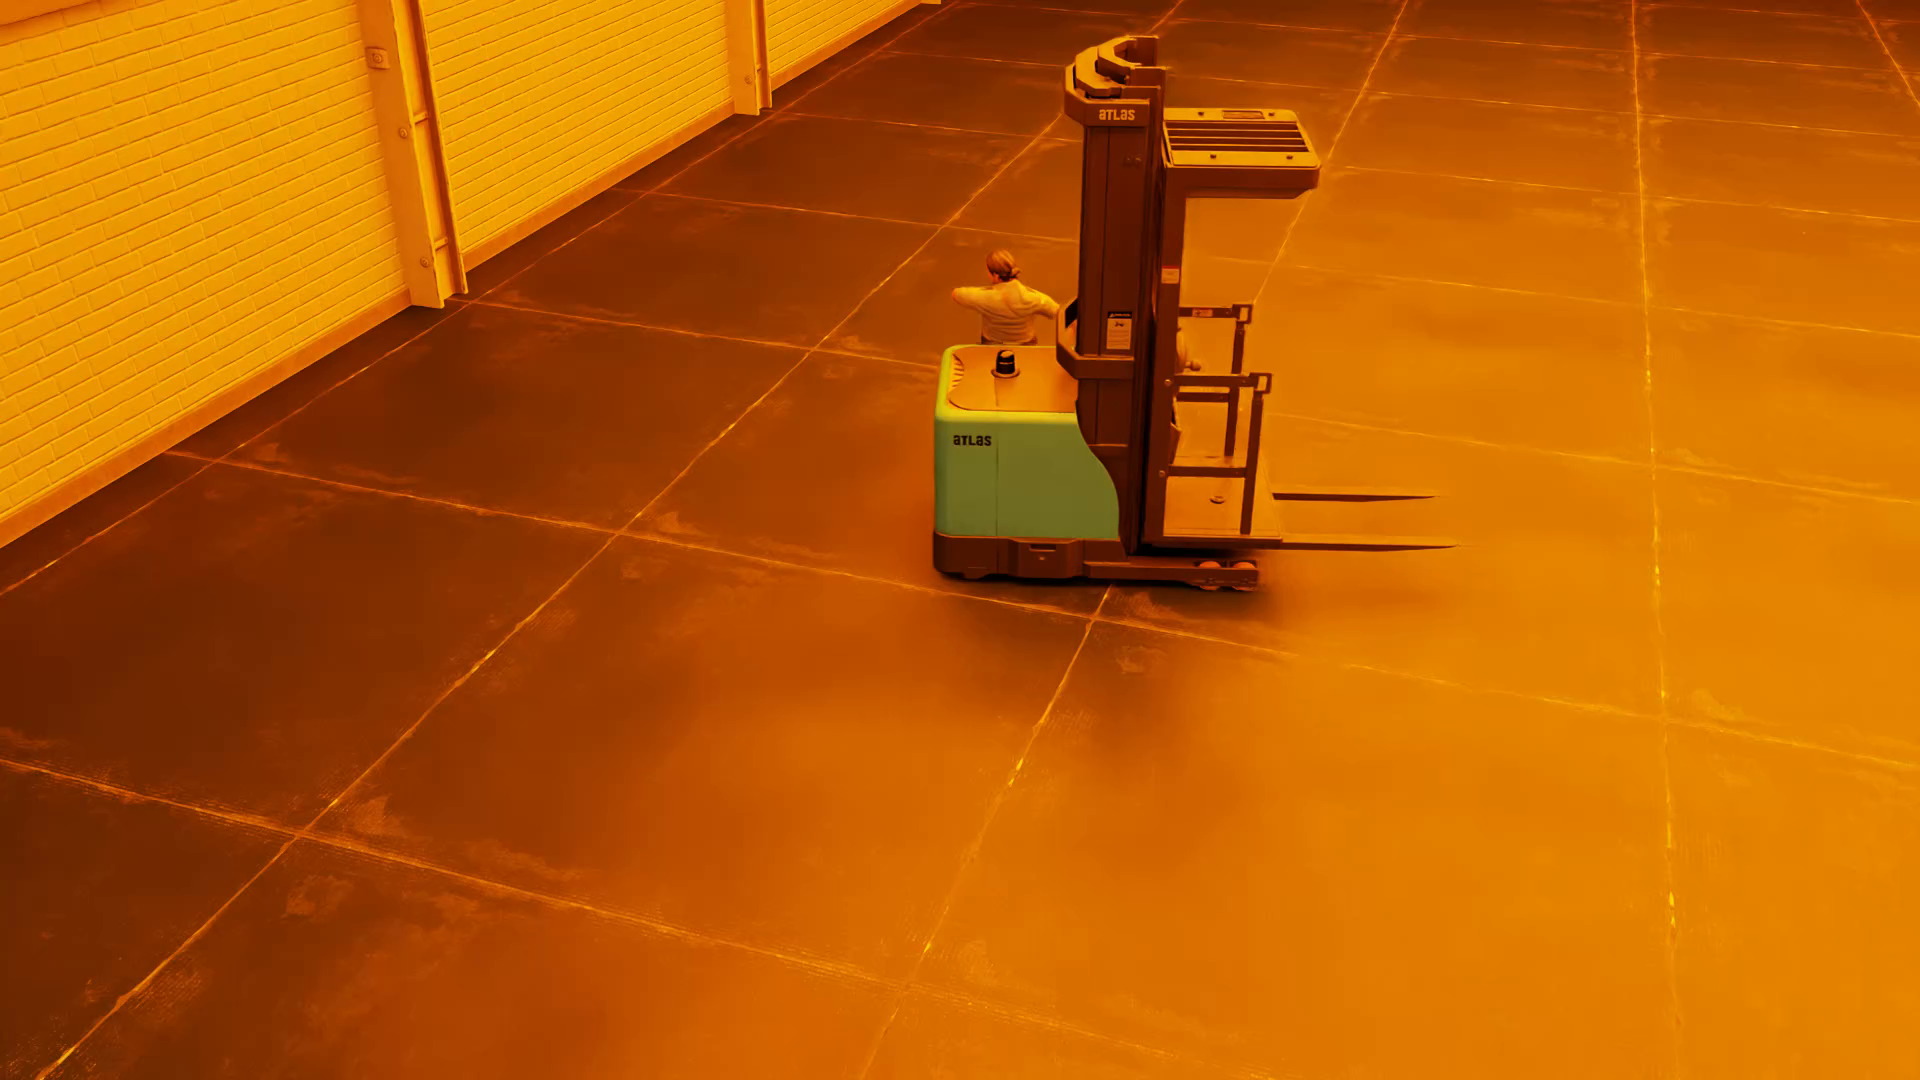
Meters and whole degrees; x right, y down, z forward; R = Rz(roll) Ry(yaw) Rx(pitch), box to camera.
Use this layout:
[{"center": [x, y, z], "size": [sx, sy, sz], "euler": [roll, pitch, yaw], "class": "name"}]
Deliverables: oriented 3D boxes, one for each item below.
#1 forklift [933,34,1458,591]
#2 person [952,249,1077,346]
[{"center": [1.376, -1.249, 9.328], "size": [3.031, 2.935, 1.130], "euler": [1, 30, 2], "class": "forklift"}, {"center": [0.344, -1.185, 10.734], "size": [0.836, 1.591, 0.718], "euler": [2, 30, 3], "class": "person"}]
